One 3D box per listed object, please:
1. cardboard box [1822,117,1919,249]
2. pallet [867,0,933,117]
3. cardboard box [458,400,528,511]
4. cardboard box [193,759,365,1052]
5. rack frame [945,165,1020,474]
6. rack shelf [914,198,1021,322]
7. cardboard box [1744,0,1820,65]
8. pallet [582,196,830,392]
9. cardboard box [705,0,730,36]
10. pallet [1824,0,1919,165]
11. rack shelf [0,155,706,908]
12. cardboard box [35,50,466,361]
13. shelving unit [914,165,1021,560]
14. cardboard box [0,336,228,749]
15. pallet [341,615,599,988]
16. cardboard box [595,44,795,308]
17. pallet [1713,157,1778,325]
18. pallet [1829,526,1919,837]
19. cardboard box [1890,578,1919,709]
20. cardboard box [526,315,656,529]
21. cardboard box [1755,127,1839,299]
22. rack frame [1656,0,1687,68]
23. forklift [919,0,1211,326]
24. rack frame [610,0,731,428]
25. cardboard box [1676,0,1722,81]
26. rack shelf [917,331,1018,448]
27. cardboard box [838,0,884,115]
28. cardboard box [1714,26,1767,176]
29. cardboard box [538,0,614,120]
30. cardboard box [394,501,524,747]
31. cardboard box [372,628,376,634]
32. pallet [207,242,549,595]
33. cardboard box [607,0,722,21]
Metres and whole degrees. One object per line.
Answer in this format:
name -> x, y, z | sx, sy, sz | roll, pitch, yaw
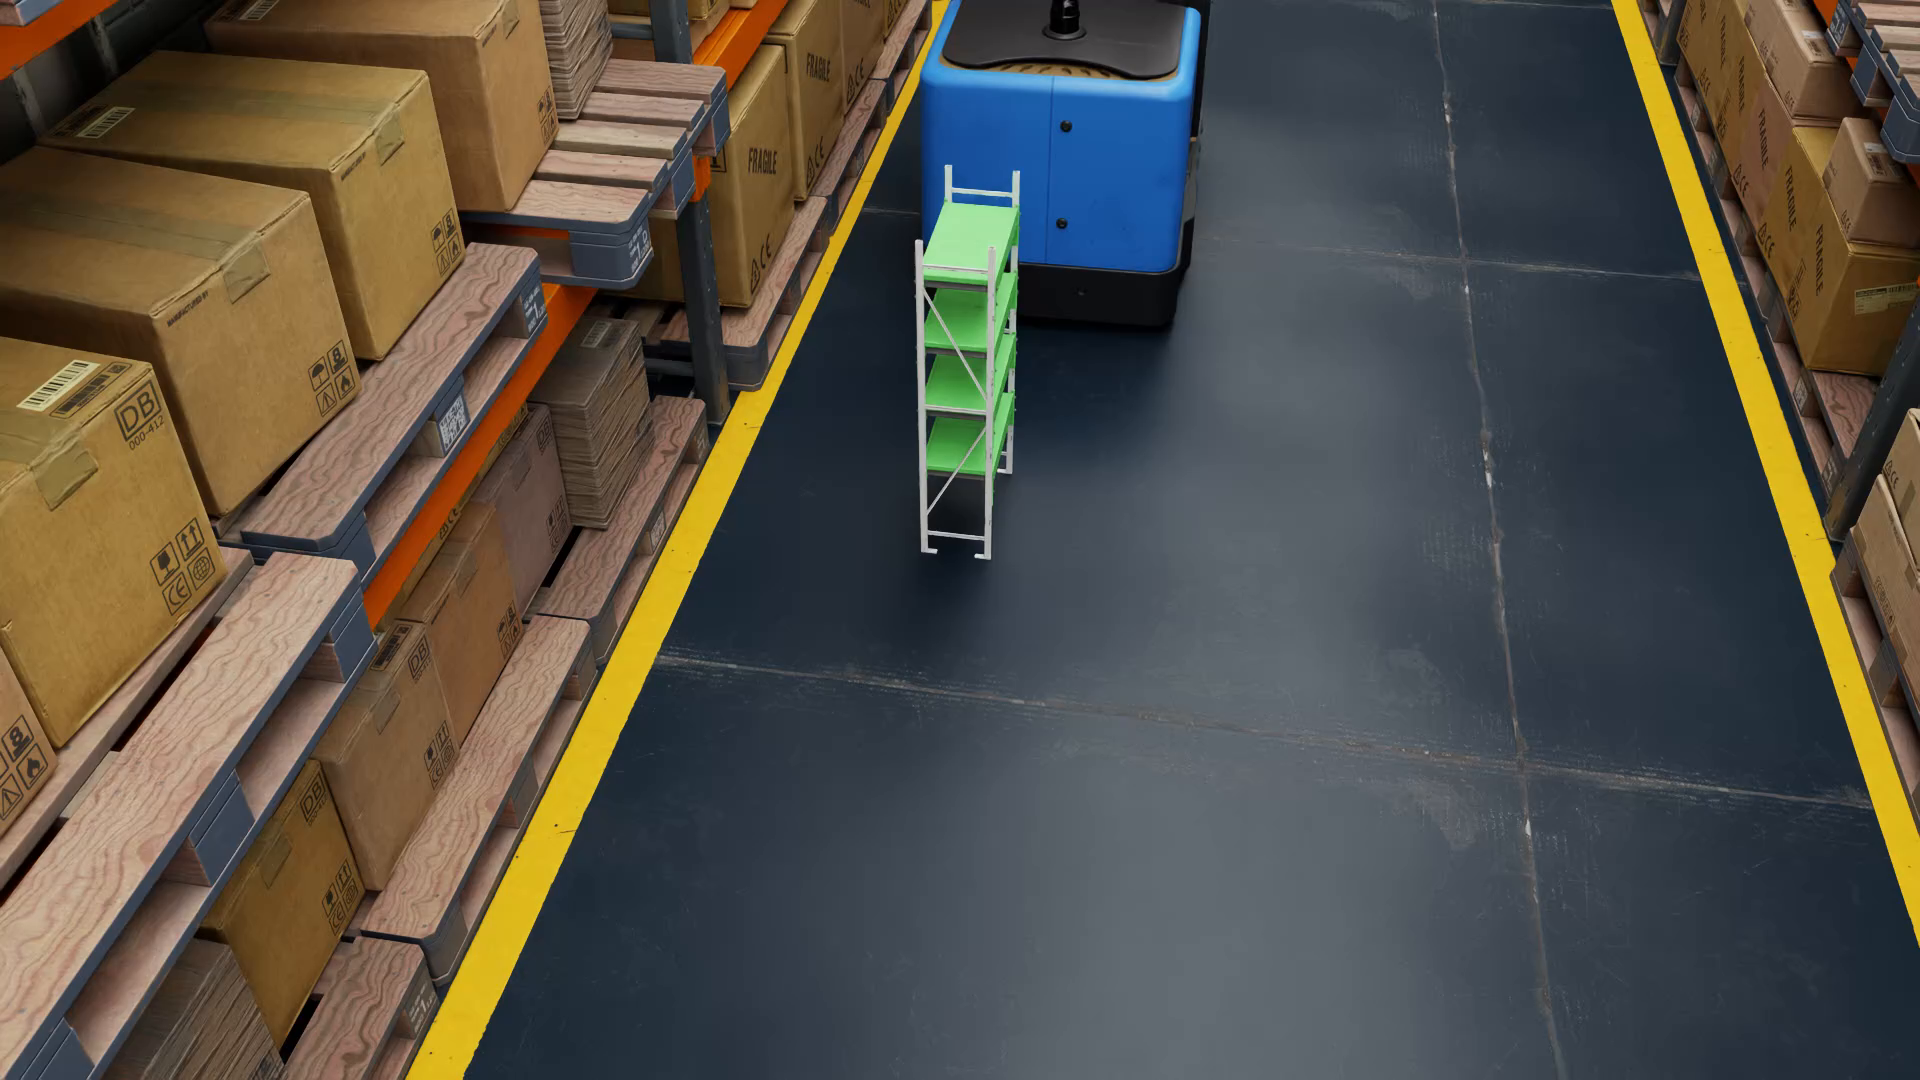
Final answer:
cardboard box -> 3.438, -1.272, 5.962 | 0.500, 0.250, 0.500 | 8, 40, 9
pallet -> -0.745, -2.615, 8.747 | 1.003, 0.211, 1.213 | 6, 40, 8
cardboard box -> -1.611, -0.359, 4.858 | 0.500, 0.250, 0.500 | 7, 40, 9
cardboard box -> -1.919, 0.839, 3.998 | 0.700, 0.500, 0.500 | 6, 40, 7
rack frame -> 0.071, -0.719, 5.679 | 0.240, 1.200, 0.015 | 6, 40, 8
rack shelf -> 0.029, -0.887, 5.228 | 0.258, 0.148, 0.480 | 6, 40, 8
cardboard box -> 3.697, -2.229, 7.120 | 0.500, 0.250, 0.500 | 6, 40, 8
pallet -> -1.167, -1.084, 6.895 | 1.003, 0.211, 1.213 | 6, 40, 8
cardboard box -> -1.041, -1.921, 5.901 | 0.380, 0.149, 0.250 | 7, 40, 8
pallet -> 3.550, -1.487, 5.345 | 1.213, 0.211, 1.003 | 6, 40, 8
rack shelf -> -1.724, -0.139, 4.129 | 1.077, 0.370, 4.000 | 6, 40, 8
cardboard box -> -1.643, -0.799, 3.939 | 0.700, 0.500, 0.500 | 6, 40, 8
shelving unit -> 0.029, -0.566, 5.493 | 0.258, 1.200, 0.503 | 6, 40, 8
cardboard box -> -1.845, -0.035, 3.015 | 0.700, 0.500, 0.500 | 10, 41, 12
pallet -> -1.728, 0.657, 4.790 | 1.003, 0.211, 1.213 | 6, 40, 8
cardboard box -> -1.121, -1.452, 6.510 | 0.750, 0.750, 0.750 | 6, 40, 7
pallet -> 3.882, -1.281, 7.134 | 1.003, 0.211, 1.213 | 6, 40, 8
pallet -> 3.321, 0.459, 5.029 | 1.003, 0.211, 1.213 | 6, 40, 8
cardboard box -> 3.036, 0.382, 4.762 | 0.500, 0.250, 0.500 | 5, 40, 6
cardboard box -> -1.451, -0.420, 5.521 | 0.700, 0.500, 0.500 | 7, 40, 8
cardboard box -> 3.522, -1.272, 6.550 | 0.500, 0.500, 0.500 | 5, 40, 6
rack frame -> 4.194, -3.638, 7.796 | 1.000, 3.000, 0.127 | 6, 40, 8
forklift -> 0.573, -2.927, 6.990 | 1.130, 2.935, 3.031 | 6, 40, 7
rack frame -> -1.378, -1.672, 5.418 | 1.000, 3.000, 0.127 | 6, 40, 8
cardboard box -> 3.870, -2.568, 8.118 | 0.500, 0.500, 0.500 | 5, 40, 6
rack shelf -> 0.029, -0.517, 5.534 | 0.258, 0.148, 0.480 | 6, 40, 8
cardboard box -> -0.821, -2.535, 7.820 | 0.750, 0.750, 0.750 | 8, 40, 9
cardboard box -> 3.695, -1.919, 7.333 | 0.500, 0.500, 0.500 | 7, 40, 8
cardboard box -> -1.449, -1.584, 4.888 | 0.700, 0.500, 0.500 | 2, 40, 2
cardboard box -> -1.713, 0.205, 4.764 | 0.700, 0.500, 0.500 | 6, 40, 7
cardboard box -> -1.800, 0.276, 4.090 | 0.500, 0.250, 0.500 | 5, 40, 6
pallet -> -1.680, -0.351, 3.971 | 1.003, 0.211, 1.213 | 6, 40, 8
cardboard box -> -1.042, -2.109, 5.620 | 0.500, 0.500, 0.500 | 8, 40, 9
